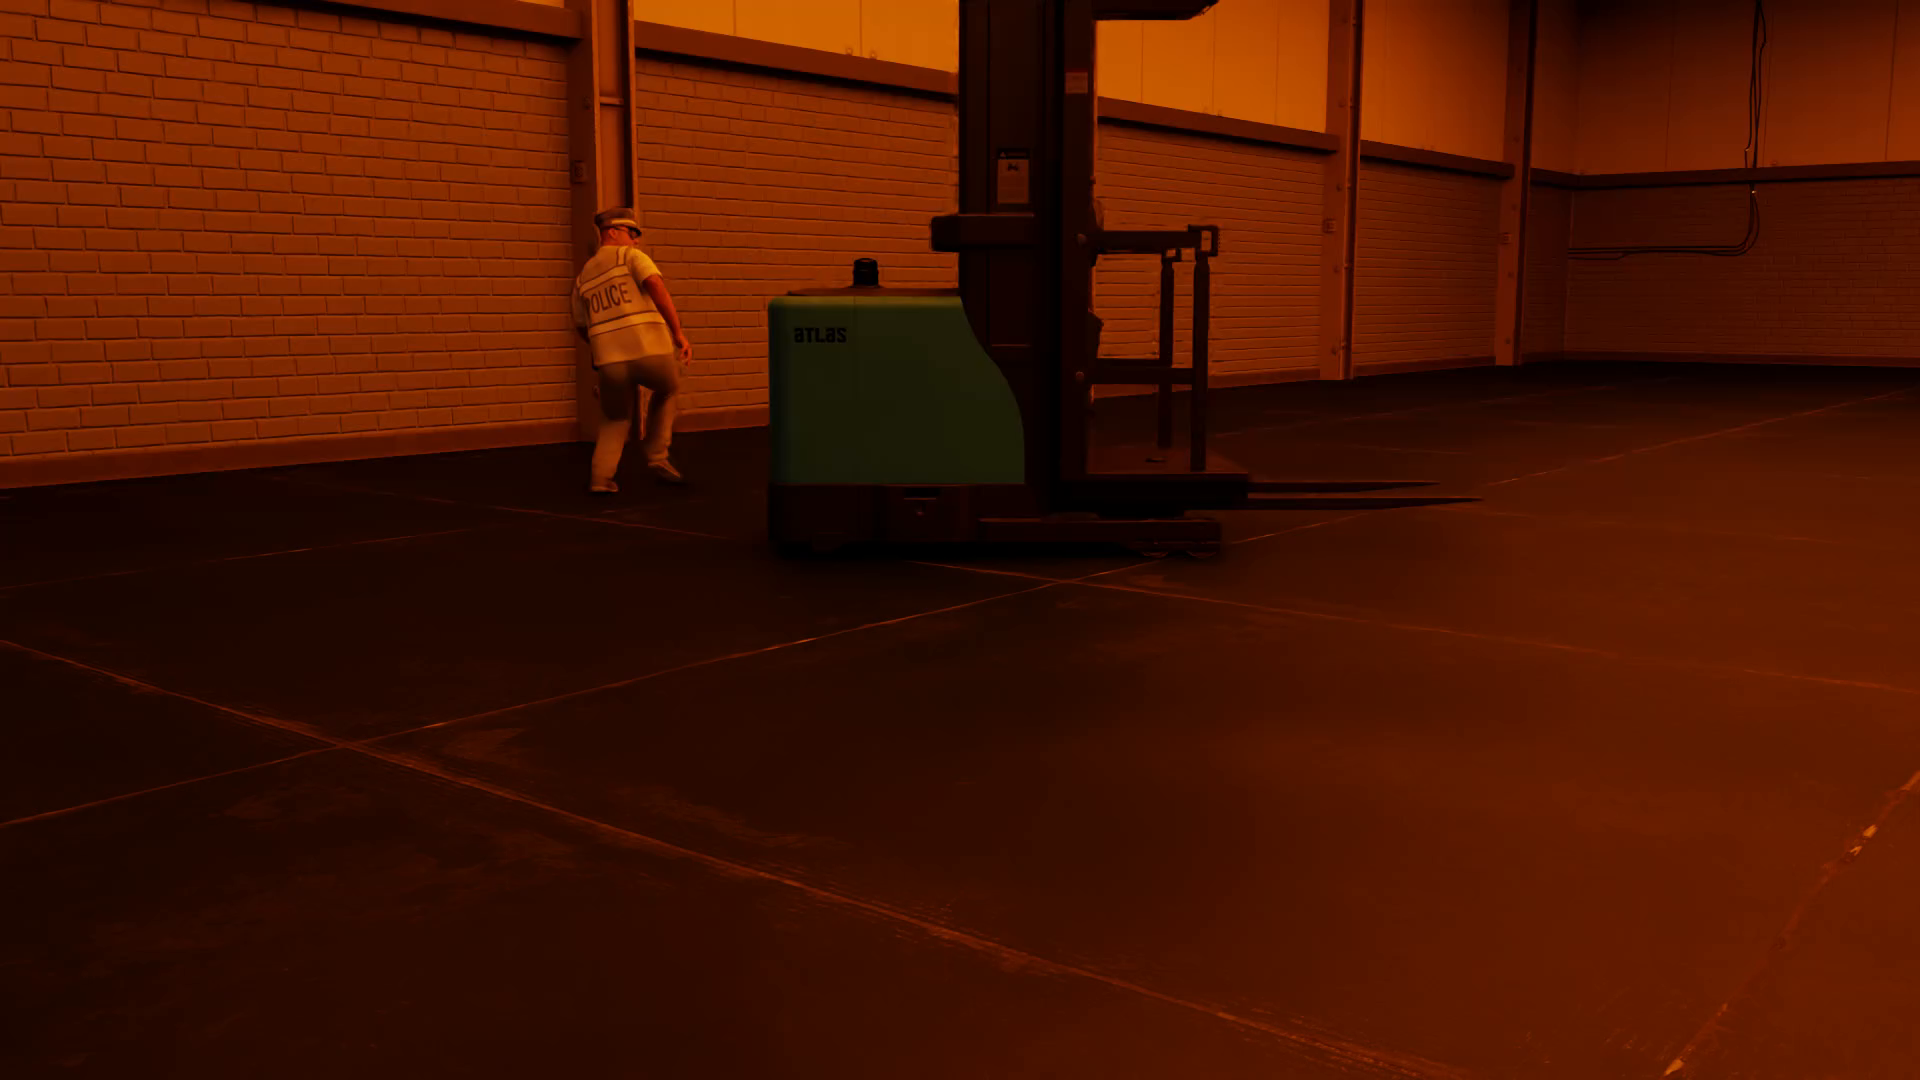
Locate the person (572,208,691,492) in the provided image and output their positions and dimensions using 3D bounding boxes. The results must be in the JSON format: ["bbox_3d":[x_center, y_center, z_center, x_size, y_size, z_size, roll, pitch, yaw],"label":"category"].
[{"bbox_3d":[-1.772,-1.047,9.253,0.773,1.569,0.777,1,8,8],"label":"person"}]

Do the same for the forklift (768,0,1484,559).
[{"bbox_3d":[0.709,-1.450,7.189,3.031,2.935,1.130,0,8,-1],"label":"forklift"}]
